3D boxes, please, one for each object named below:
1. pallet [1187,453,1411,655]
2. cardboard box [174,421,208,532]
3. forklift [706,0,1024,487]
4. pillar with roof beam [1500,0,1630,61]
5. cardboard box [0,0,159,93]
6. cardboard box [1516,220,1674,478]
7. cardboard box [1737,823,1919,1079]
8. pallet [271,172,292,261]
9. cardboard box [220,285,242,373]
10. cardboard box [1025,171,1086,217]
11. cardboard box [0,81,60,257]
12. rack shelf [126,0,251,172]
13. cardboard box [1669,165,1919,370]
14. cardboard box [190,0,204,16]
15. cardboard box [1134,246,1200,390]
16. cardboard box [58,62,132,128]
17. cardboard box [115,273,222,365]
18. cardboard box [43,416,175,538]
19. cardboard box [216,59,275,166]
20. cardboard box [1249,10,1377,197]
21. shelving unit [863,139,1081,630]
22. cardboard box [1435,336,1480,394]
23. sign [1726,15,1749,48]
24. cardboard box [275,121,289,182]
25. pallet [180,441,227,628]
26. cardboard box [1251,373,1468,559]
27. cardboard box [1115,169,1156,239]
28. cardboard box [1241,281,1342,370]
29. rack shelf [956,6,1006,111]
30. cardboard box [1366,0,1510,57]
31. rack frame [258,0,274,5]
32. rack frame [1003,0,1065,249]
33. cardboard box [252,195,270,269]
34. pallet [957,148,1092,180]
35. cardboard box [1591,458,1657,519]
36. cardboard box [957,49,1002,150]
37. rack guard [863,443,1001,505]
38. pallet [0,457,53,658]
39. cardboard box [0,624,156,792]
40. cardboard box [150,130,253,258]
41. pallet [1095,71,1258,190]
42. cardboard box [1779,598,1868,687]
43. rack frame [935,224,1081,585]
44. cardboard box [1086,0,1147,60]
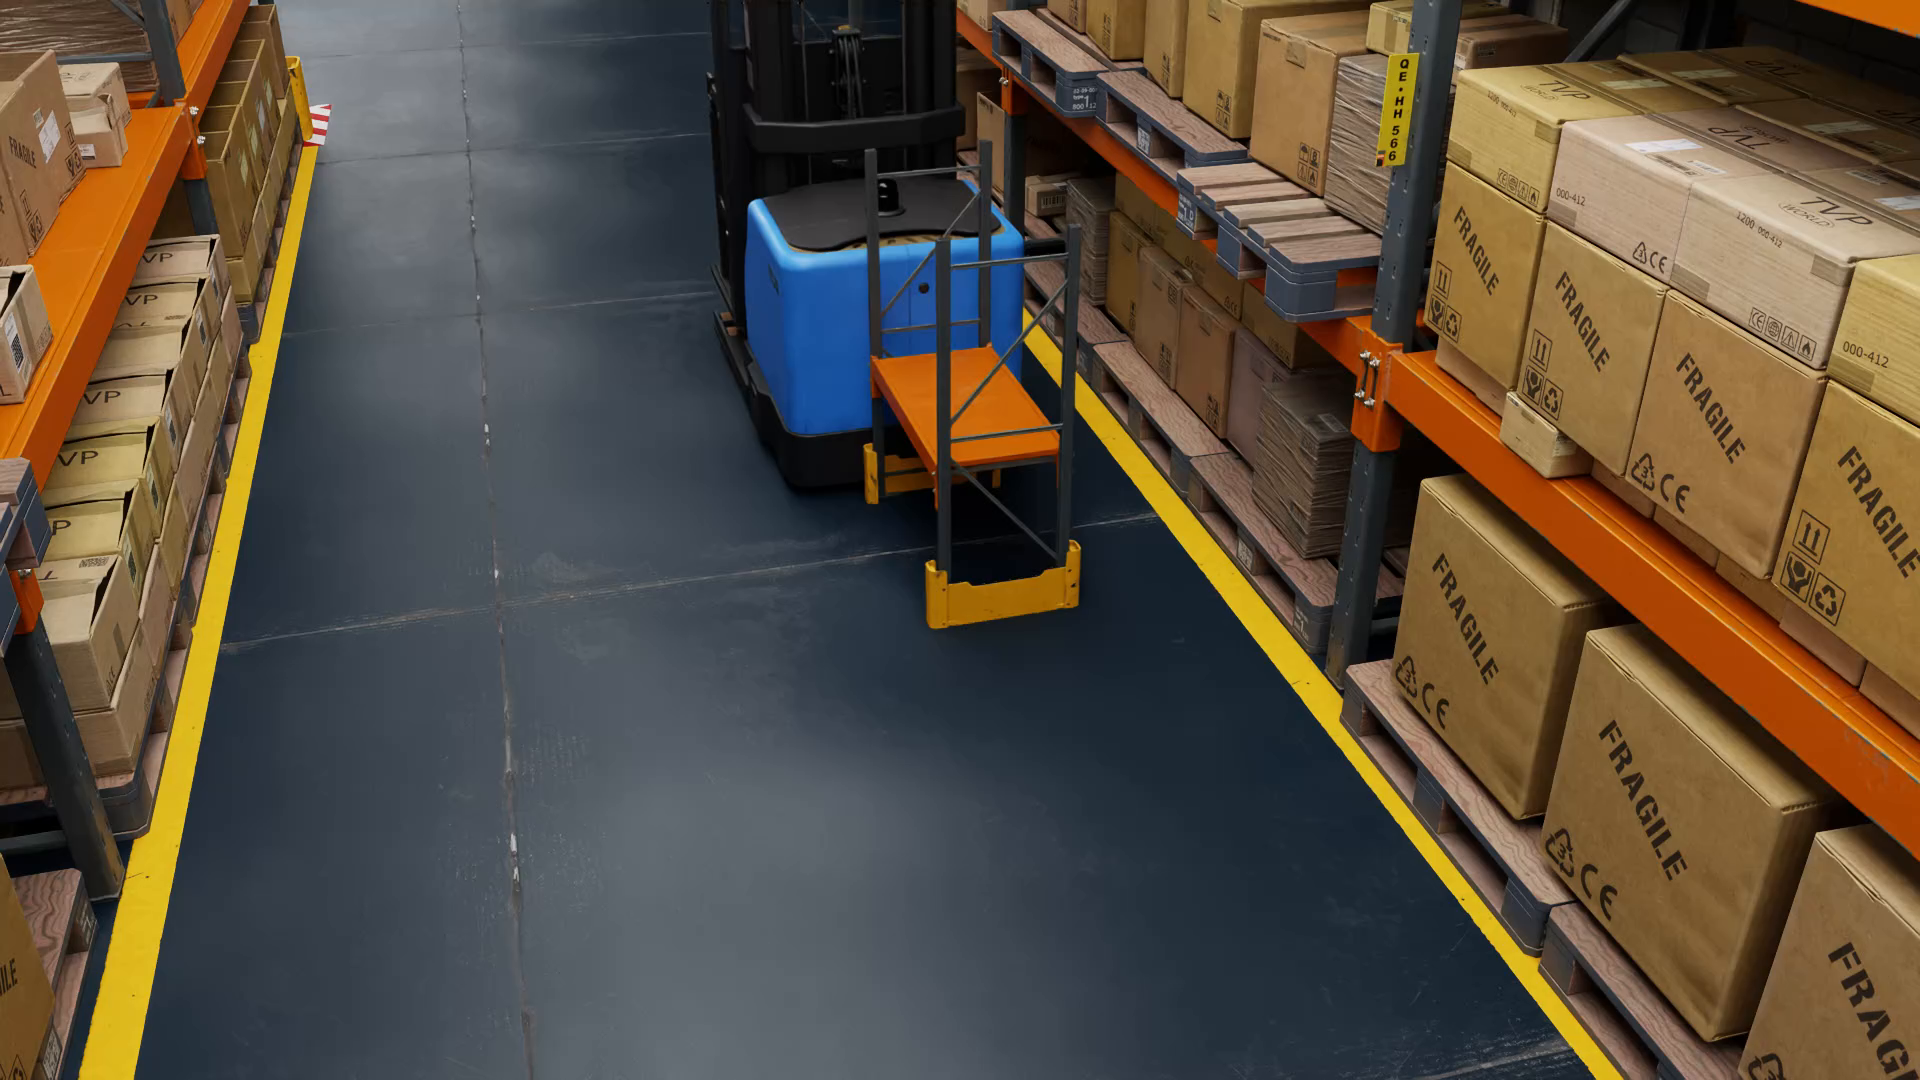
[{"bbox_3d":[1.589,-0.029,6.589,1.003,0.211,1.213,-8,31,-13],"label":"pallet"},{"bbox_3d":[-3.250,-0.222,6.465,0.500,0.250,0.500,-7,31,-12],"label":"cardboard box"},{"bbox_3d":[-0.621,-2.216,7.653,1.130,2.935,3.031,-8,31,-14],"label":"forklift"},{"bbox_3d":[-1.867,-3.625,4.030,9.100,9.000,0.400,-8,31,-13],"label":"pillar with roof beam"},{"bbox_3d":[-4.166,-2.386,7.779,0.700,0.500,0.500,-9,31,-15],"label":"cardboard box"},{"bbox_3d":[1.807,-0.516,4.230,0.500,0.500,0.500,-7,31,-12],"label":"cardboard box"},{"bbox_3d":[2.320,1.097,3.587,0.750,0.750,0.750,-7,31,-12],"label":"cardboard box"},{"bbox_3d":[-4.540,-1.903,9.826,1.003,0.211,1.213,-8,31,-13],"label":"pallet"},{"bbox_3d":[-3.652,-0.960,7.739,0.500,0.250,0.500,-8,31,-14],"label":"cardboard box"},{"bbox_3d":[0.562,-2.009,9.615,0.380,0.166,0.250,-12,32,-20],"label":"cardboard box"},{"bbox_3d":[-3.581,-1.303,5.908,0.500,0.500,0.500,-8,31,-13],"label":"cardboard box"},{"bbox_3d":[-4.573,-2.784,9.284,1.077,0.370,4.000,-8,31,-13],"label":"rack shelf"},{"bbox_3d":[1.946,-0.609,3.643,0.500,0.250,0.500,-8,31,-13],"label":"cardboard box"},{"bbox_3d":[-4.579,-3.130,9.064,0.700,0.500,0.500,-7,31,-12],"label":"cardboard box"},{"bbox_3d":[1.226,-1.051,7.627,0.700,0.500,0.500,-8,31,-13],"label":"cardboard box"},{"bbox_3d":[-3.869,-1.833,7.072,0.500,0.250,0.500,-6,31,-10],"label":"cardboard box"},{"bbox_3d":[-3.514,-0.956,7.173,0.500,0.311,0.500,-7,31,-12],"label":"cardboard box"},{"bbox_3d":[-3.117,-0.223,5.907,0.500,0.311,0.500,-9,31,-15],"label":"cardboard box"},{"bbox_3d":[-4.263,-2.436,9.541,0.500,0.500,0.500,-8,31,-13],"label":"cardboard box"},{"bbox_3d":[1.486,-1.584,5.953,0.700,0.500,0.500,-11,32,-18],"label":"cardboard box"},{"bbox_3d":[0.024,-0.614,6.314,0.587,1.500,1.083,-8,31,-14],"label":"shelving unit"},{"bbox_3d":[1.659,-0.568,4.968,0.380,0.149,0.250,-8,31,-14],"label":"cardboard box"},{"bbox_3d":[2.329,-1.435,5.078,0.100,0.325,0.005,-8,31,-13],"label":"sign"},{"bbox_3d":[-4.398,-2.352,10.145,0.500,0.250,0.500,-8,31,-13],"label":"cardboard box"},{"bbox_3d":[-3.481,0.018,6.508,1.003,0.211,1.213,-8,31,-13],"label":"pallet"},{"bbox_3d":[1.553,-0.307,6.343,0.700,0.500,0.500,-7,31,-13],"label":"cardboard box"},{"bbox_3d":[1.065,-1.658,7.927,0.500,0.250,0.500,-8,31,-14],"label":"cardboard box"},{"bbox_3d":[1.462,-0.916,6.645,0.500,0.250,0.500,-7,31,-12],"label":"cardboard box"},{"bbox_3d":[0.202,-3.445,10.425,1.077,0.370,4.000,-8,31,-13],"label":"rack shelf"},{"bbox_3d":[1.575,-1.689,5.486,0.380,0.149,0.250,-13,33,-22],"label":"cardboard box"},{"bbox_3d":[-5.104,-4.061,10.773,1.000,3.000,0.127,-8,31,-13],"label":"rack frame"},{"bbox_3d":[0.733,-2.790,8.576,1.000,3.000,0.127,-8,31,-13],"label":"rack frame"},{"bbox_3d":[-4.001,-1.628,8.893,0.500,0.250,0.500,-8,31,-13],"label":"cardboard box"},{"bbox_3d":[0.193,-2.493,10.847,1.003,0.211,1.213,-8,31,-13],"label":"pallet"},{"bbox_3d":[1.892,-0.201,4.333,0.380,0.149,0.250,-8,31,-14],"label":"cardboard box"},{"bbox_3d":[0.066,-2.848,10.732,0.700,0.500,0.500,-10,31,-16],"label":"cardboard box"},{"bbox_3d":[-0.115,-0.313,7.041,0.587,0.250,0.087,-8,31,-14],"label":"rack guard"},{"bbox_3d":[-2.733,0.203,3.596,1.213,0.211,1.003,-8,31,-13],"label":"pallet"},{"bbox_3d":[-2.836,0.519,5.185,0.500,0.250,0.500,-8,31,-13],"label":"cardboard box"},{"bbox_3d":[-3.863,-1.711,8.289,0.500,0.500,0.500,-8,31,-13],"label":"cardboard box"},{"bbox_3d":[1.230,-1.726,6.929,1.003,0.211,1.213,-8,31,-13],"label":"pallet"},{"bbox_3d":[2.076,0.171,3.691,0.380,0.149,0.250,-8,31,-13],"label":"cardboard box"},{"bbox_3d":[0.163,-0.374,5.899,0.500,1.500,0.032,-8,31,-14],"label":"rack frame"},{"bbox_3d":[0.977,-2.502,7.540,0.700,0.500,0.500,-5,30,-8],"label":"cardboard box"}]
